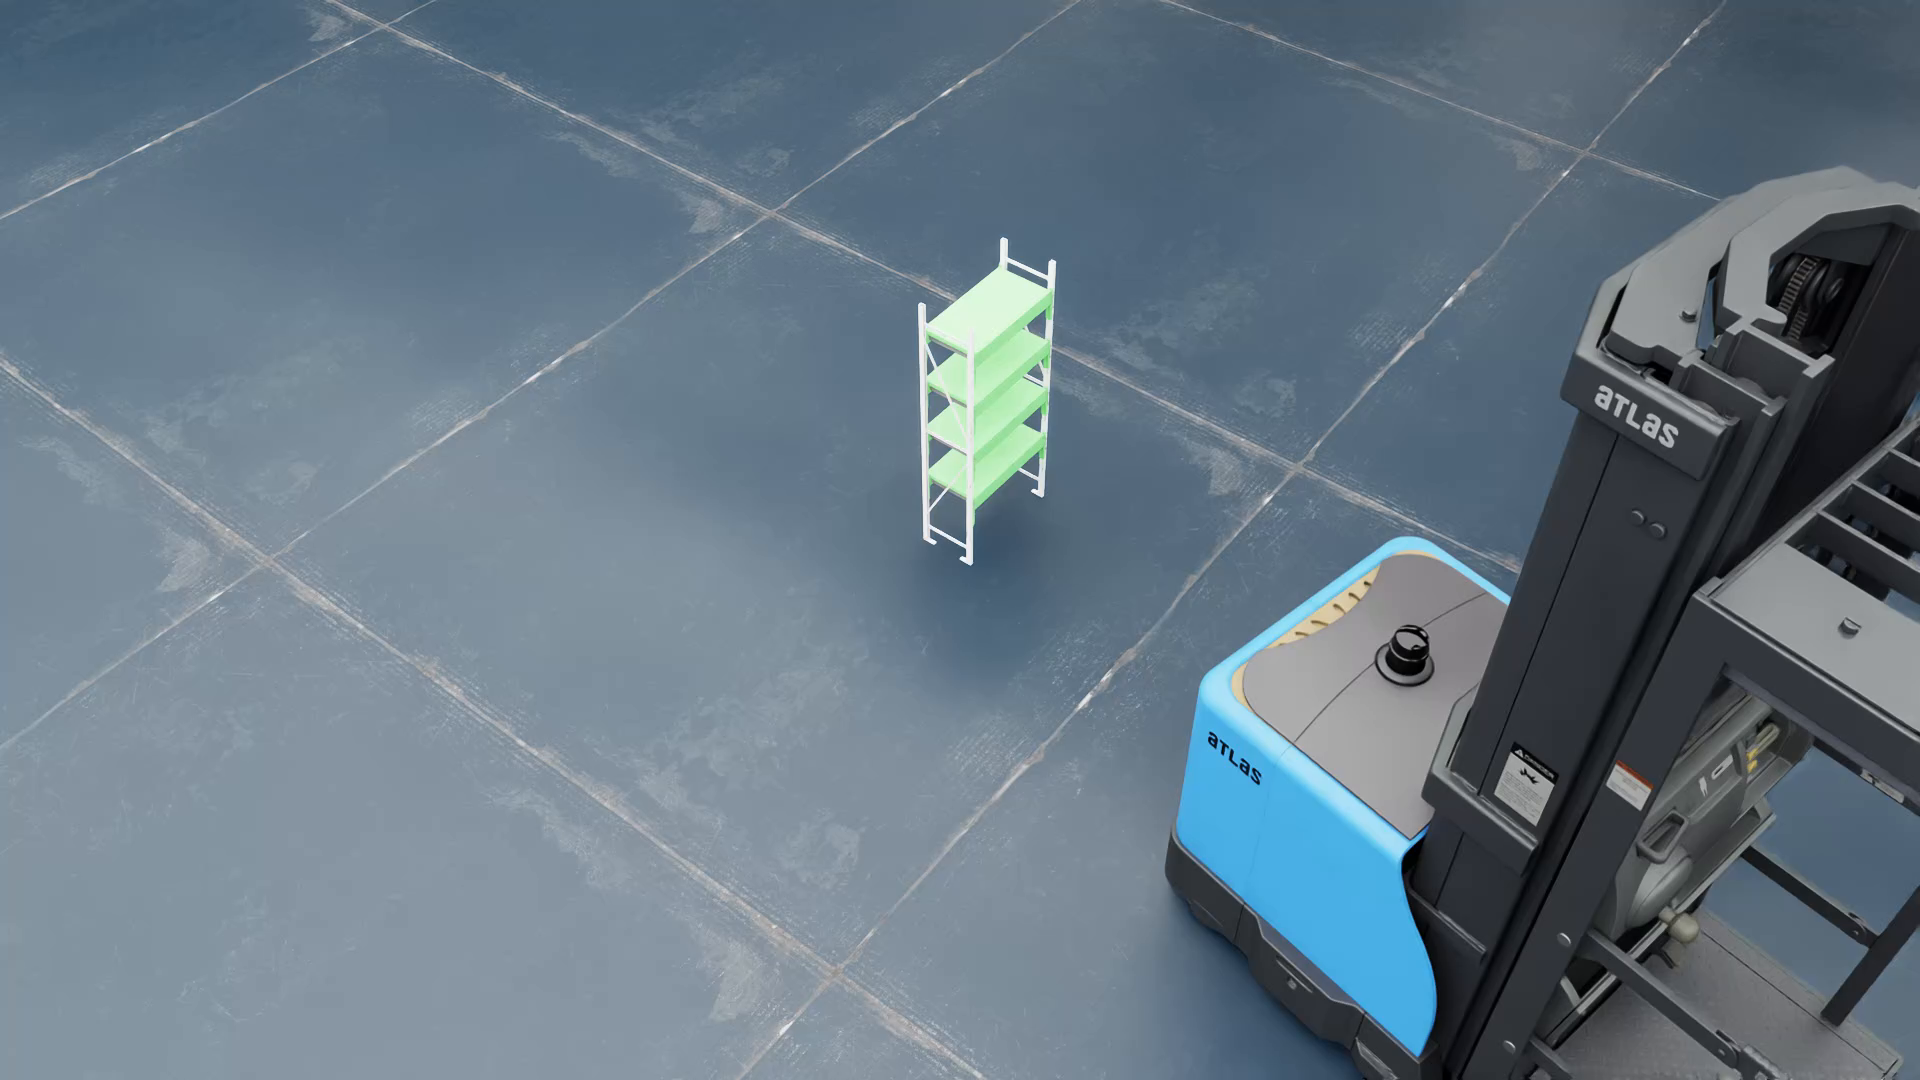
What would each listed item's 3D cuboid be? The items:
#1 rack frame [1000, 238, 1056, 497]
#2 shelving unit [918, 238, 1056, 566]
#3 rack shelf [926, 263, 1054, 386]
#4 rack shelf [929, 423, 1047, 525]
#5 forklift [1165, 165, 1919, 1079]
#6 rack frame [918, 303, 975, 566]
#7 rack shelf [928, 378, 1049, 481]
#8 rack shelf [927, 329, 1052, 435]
[{"bbox_3d":[0.250,-0.649,6.540,0.240,1.200,0.015,29,53,25],"label":"rack frame"},{"bbox_3d":[0.101,-0.509,6.407,0.258,1.200,0.503,29,53,25],"label":"shelving unit"},{"bbox_3d":[0.101,-0.797,6.106,0.258,0.148,0.480,29,53,25],"label":"rack shelf"},{"bbox_3d":[0.101,-0.299,6.626,0.258,0.148,0.480,29,53,25],"label":"rack shelf"},{"bbox_3d":[2.025,0.730,4.026,1.130,2.935,3.031,-32,54,-27],"label":"forklift"},{"bbox_3d":[-0.048,-0.370,6.273,0.240,1.200,0.015,29,53,25],"label":"rack frame"},{"bbox_3d":[0.101,-0.465,6.453,0.258,0.148,0.480,29,53,25],"label":"rack shelf"},{"bbox_3d":[0.101,-0.631,6.279,0.258,0.148,0.480,29,53,25],"label":"rack shelf"}]
